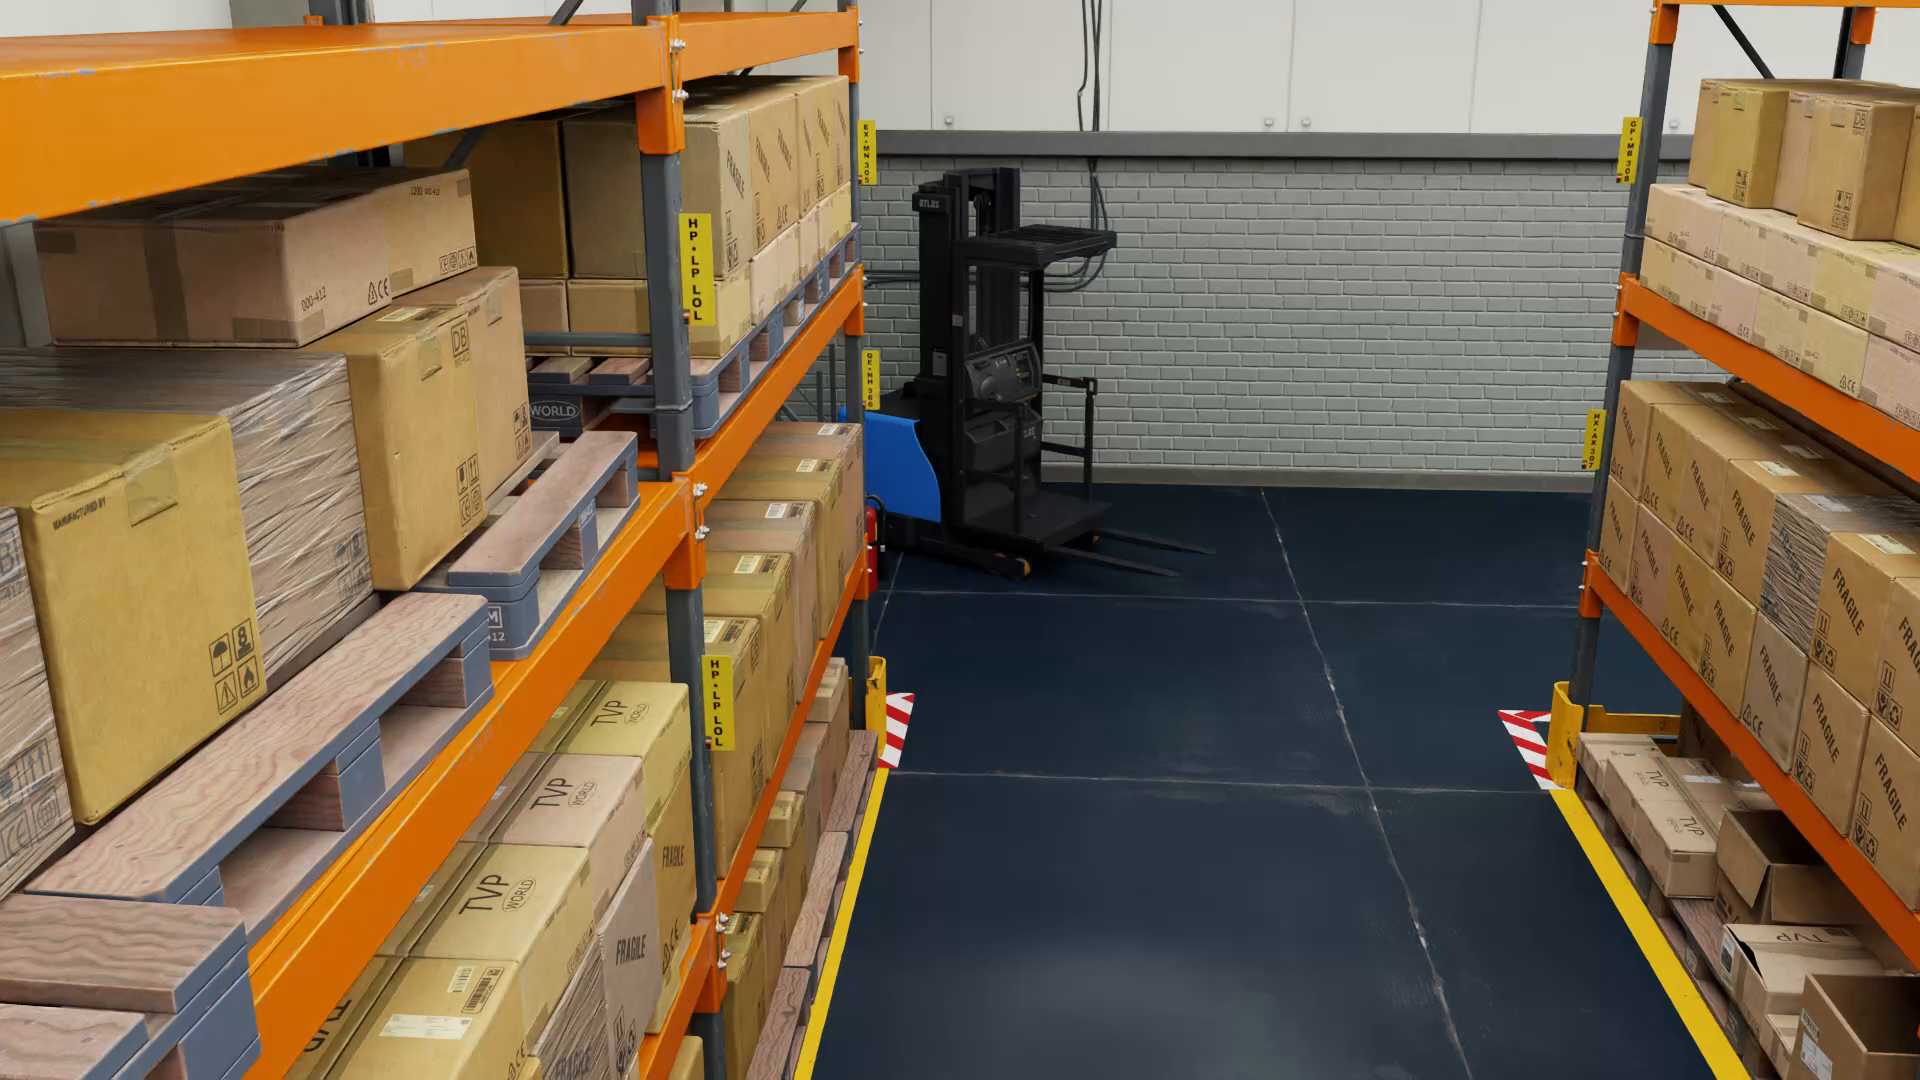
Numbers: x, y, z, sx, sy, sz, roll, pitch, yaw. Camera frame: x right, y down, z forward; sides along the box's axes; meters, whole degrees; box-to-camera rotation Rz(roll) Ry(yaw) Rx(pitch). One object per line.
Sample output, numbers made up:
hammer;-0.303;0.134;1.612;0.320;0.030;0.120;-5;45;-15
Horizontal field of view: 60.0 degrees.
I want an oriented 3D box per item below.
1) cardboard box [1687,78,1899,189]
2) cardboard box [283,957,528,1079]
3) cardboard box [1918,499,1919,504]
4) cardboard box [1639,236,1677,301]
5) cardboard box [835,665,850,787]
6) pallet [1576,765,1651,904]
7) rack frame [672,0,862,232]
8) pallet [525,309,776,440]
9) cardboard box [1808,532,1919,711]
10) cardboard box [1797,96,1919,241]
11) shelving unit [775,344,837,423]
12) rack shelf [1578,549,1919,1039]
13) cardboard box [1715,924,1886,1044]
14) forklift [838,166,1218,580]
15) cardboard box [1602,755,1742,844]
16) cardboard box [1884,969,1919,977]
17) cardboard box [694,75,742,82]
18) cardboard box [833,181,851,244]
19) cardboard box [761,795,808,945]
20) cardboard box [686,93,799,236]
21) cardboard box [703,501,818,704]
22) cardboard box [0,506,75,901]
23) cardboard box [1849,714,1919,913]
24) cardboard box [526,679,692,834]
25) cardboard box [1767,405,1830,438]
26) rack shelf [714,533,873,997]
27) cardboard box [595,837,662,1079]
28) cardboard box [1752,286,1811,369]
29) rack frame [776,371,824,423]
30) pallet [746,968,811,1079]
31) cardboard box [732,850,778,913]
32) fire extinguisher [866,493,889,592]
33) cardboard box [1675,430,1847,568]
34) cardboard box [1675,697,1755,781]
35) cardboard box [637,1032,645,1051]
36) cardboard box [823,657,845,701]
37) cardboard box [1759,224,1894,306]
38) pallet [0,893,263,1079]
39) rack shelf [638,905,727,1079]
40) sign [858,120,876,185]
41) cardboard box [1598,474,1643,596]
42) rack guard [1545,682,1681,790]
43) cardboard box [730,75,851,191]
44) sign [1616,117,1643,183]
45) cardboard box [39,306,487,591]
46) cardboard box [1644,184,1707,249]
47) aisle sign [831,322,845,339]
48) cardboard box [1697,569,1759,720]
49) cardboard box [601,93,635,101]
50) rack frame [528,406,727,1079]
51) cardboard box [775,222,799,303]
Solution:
cardboard box;3.894;-1.898;7.814;0.700;0.500;0.500;1;18;4
cardboard box;-1.210;1.095;3.391;0.500;0.250;0.500;1;18;3
cardboard box;4.016;0.150;6.382;0.500;0.500;0.500;1;18;2
cardboard box;3.624;-1.310;8.027;0.500;0.250;0.500;1;18;4
cardboard box;-0.977;0.989;8.928;0.700;0.500;0.500;1;18;4
pallet;3.853;1.487;8.547;1.003;0.211;1.213;1;18;4
rack frame;-1.026;-3.070;8.340;1.000;3.000;0.127;1;18;4
pallet;-1.244;-0.614;5.805;1.003;0.211;1.213;1;18;4
cardboard box;3.440;0.288;5.961;0.500;0.500;0.500;1;18;3
cardboard box;3.716;-1.434;6.397;0.700;0.500;0.500;1;18;4
shelving unit;-1.272;-0.711;13.184;0.538;1.500;1.048;0;18;1
rack shelf;3.771;0.853;7.157;1.077;0.370;4.000;1;18;4
cardboard box;3.440;1.785;6.770;0.500;0.311;0.500;1;18;4
forklift;0.506;-1.280;12.622;3.031;2.935;1.130;13;22;34
cardboard box;3.557;1.306;8.330;0.500;0.250;0.500;1;18;4
cardboard box;3.926;1.876;6.726;0.380;0.166;0.250;1;18;4
cardboard box;-1.320;-1.955;7.958;0.500;0.500;0.500;1;18;2
cardboard box;-0.814;-1.587;8.038;0.500;0.250;0.500;2;18;6
cardboard box;-1.079;1.466;7.471;0.700;0.500;0.500;2;18;5
cardboard box;-0.922;-1.463;6.455;0.500;0.500;0.500;1;18;4
cardboard box;-1.158;0.260;7.331;0.980;0.700;0.700;0;18;1
cardboard box;-1.637;0.266;2.110;0.700;0.500;0.500;0;18;1
cardboard box;3.408;0.924;5.625;0.500;0.500;0.500;2;18;5
cardboard box;-1.091;0.619;4.841;0.500;0.250;0.500;2;18;5
cardboard box;4.122;-0.331;7.850;0.500;0.500;0.500;2;18;5
rack shelf;-1.170;0.744;7.491;1.077;0.370;4.000;1;18;4
cardboard box;-1.121;1.132;4.479;0.500;0.500;0.500;1;18;4
cardboard box;3.512;-0.844;6.606;0.500;0.250;0.500;1;18;4
rack frame;-1.282;-0.553;12.701;0.500;1.500;0.032;0;18;1
pallet;-1.181;2.114;6.633;1.003;0.211;1.213;1;18;4
cardboard box;-0.951;1.371;6.720;0.380;0.149;0.250;2;18;6
fire extinguisher;-0.555;-0.042;9.456;0.296;0.674;0.183;1;18;4
cardboard box;3.549;-0.183;7.397;0.500;0.500;0.500;2;18;5
cardboard box;4.122;1.043;8.729;0.500;0.500;0.500;1;18;4
cardboard box;-1.113;1.403;4.696;0.380;0.149;0.250;2;18;6
cardboard box;-0.804;0.725;8.693;0.380;0.149;0.250;1;18;3
cardboard box;3.506;-1.082;6.528;0.500;0.250;0.500;1;18;4
pallet;-1.607;0.729;1.868;1.213;0.211;1.003;2;18;6
rack shelf;-1.456;1.986;3.699;1.077;0.370;4.000;1;18;4
sign;-0.486;-2.011;8.632;0.100;0.325;0.005;1;18;4
cardboard box;3.620;-0.025;8.522;0.500;0.500;0.500;2;18;5
rack guard;3.909;1.102;9.258;1.175;0.500;0.348;1;18;4
cardboard box;-0.807;-1.943;7.921;0.500;0.500;0.500;1;18;4
sign;3.374;-1.963;8.374;0.100;0.325;0.005;1;18;4
cardboard box;-1.461;-0.214;3.573;0.700;0.500;0.500;1;18;3
cardboard box;3.618;-1.548;7.950;0.500;0.250;0.500;1;18;4
aisle sign;-0.722;-1.470;8.917;0.394;0.787;0.004;1;18;4
cardboard box;3.512;0.446;7.084;0.500;0.500;0.500;2;18;5
cardboard box;-1.444;-1.480;6.507;0.500;0.500;0.500;1;18;2
rack frame;-1.313;1.023;5.483;1.000;3.000;0.127;1;18;4
cardboard box;-0.920;-1.104;6.564;0.500;0.250;0.500;1;18;2
